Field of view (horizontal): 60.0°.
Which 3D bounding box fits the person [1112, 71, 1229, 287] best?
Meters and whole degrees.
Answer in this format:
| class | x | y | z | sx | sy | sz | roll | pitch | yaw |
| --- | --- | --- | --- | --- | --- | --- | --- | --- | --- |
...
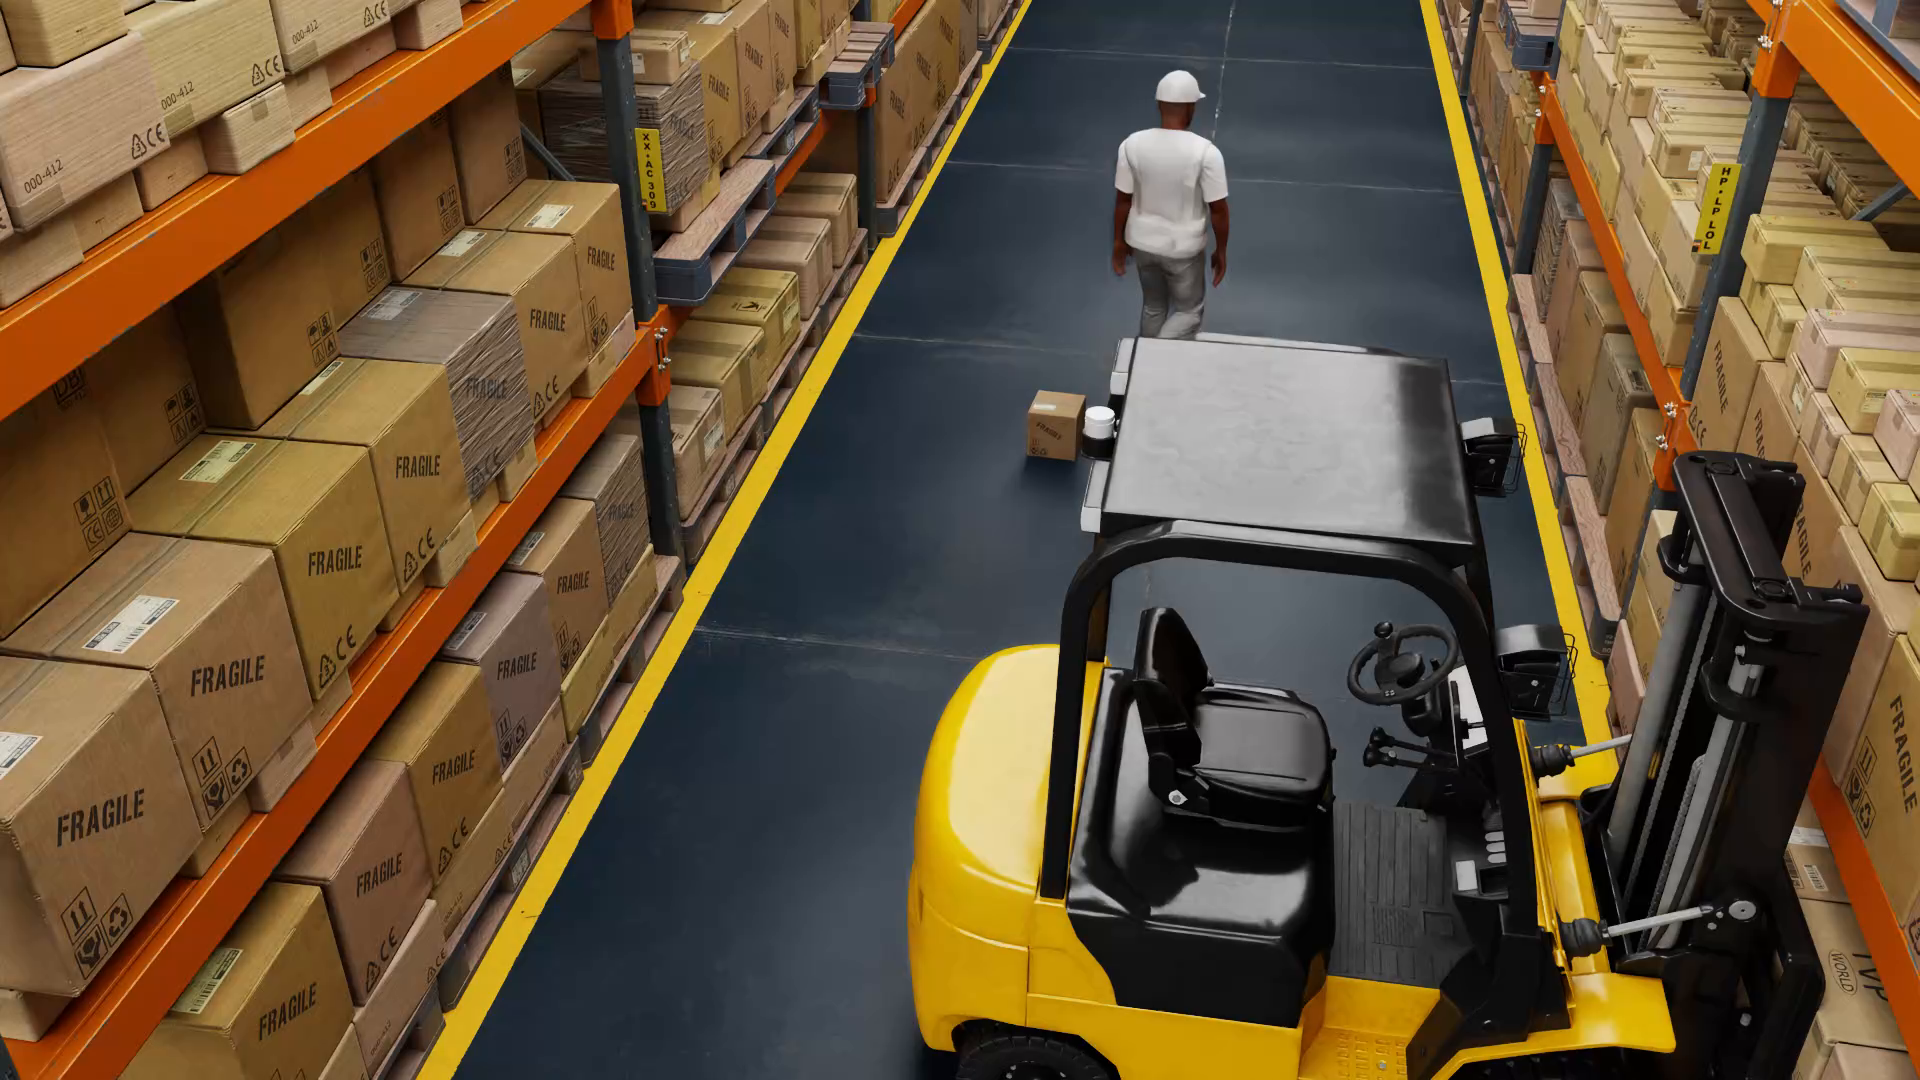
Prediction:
| class | x | y | z | sx | sy | sz | roll | pitch | yaw |
| --- | --- | --- | --- | --- | --- | --- | --- | --- | --- |
| person | 1.083 | -1.796 | 8.323 | 0.601 | 1.084 | 0.361 | 15 | 35 | 23 |
